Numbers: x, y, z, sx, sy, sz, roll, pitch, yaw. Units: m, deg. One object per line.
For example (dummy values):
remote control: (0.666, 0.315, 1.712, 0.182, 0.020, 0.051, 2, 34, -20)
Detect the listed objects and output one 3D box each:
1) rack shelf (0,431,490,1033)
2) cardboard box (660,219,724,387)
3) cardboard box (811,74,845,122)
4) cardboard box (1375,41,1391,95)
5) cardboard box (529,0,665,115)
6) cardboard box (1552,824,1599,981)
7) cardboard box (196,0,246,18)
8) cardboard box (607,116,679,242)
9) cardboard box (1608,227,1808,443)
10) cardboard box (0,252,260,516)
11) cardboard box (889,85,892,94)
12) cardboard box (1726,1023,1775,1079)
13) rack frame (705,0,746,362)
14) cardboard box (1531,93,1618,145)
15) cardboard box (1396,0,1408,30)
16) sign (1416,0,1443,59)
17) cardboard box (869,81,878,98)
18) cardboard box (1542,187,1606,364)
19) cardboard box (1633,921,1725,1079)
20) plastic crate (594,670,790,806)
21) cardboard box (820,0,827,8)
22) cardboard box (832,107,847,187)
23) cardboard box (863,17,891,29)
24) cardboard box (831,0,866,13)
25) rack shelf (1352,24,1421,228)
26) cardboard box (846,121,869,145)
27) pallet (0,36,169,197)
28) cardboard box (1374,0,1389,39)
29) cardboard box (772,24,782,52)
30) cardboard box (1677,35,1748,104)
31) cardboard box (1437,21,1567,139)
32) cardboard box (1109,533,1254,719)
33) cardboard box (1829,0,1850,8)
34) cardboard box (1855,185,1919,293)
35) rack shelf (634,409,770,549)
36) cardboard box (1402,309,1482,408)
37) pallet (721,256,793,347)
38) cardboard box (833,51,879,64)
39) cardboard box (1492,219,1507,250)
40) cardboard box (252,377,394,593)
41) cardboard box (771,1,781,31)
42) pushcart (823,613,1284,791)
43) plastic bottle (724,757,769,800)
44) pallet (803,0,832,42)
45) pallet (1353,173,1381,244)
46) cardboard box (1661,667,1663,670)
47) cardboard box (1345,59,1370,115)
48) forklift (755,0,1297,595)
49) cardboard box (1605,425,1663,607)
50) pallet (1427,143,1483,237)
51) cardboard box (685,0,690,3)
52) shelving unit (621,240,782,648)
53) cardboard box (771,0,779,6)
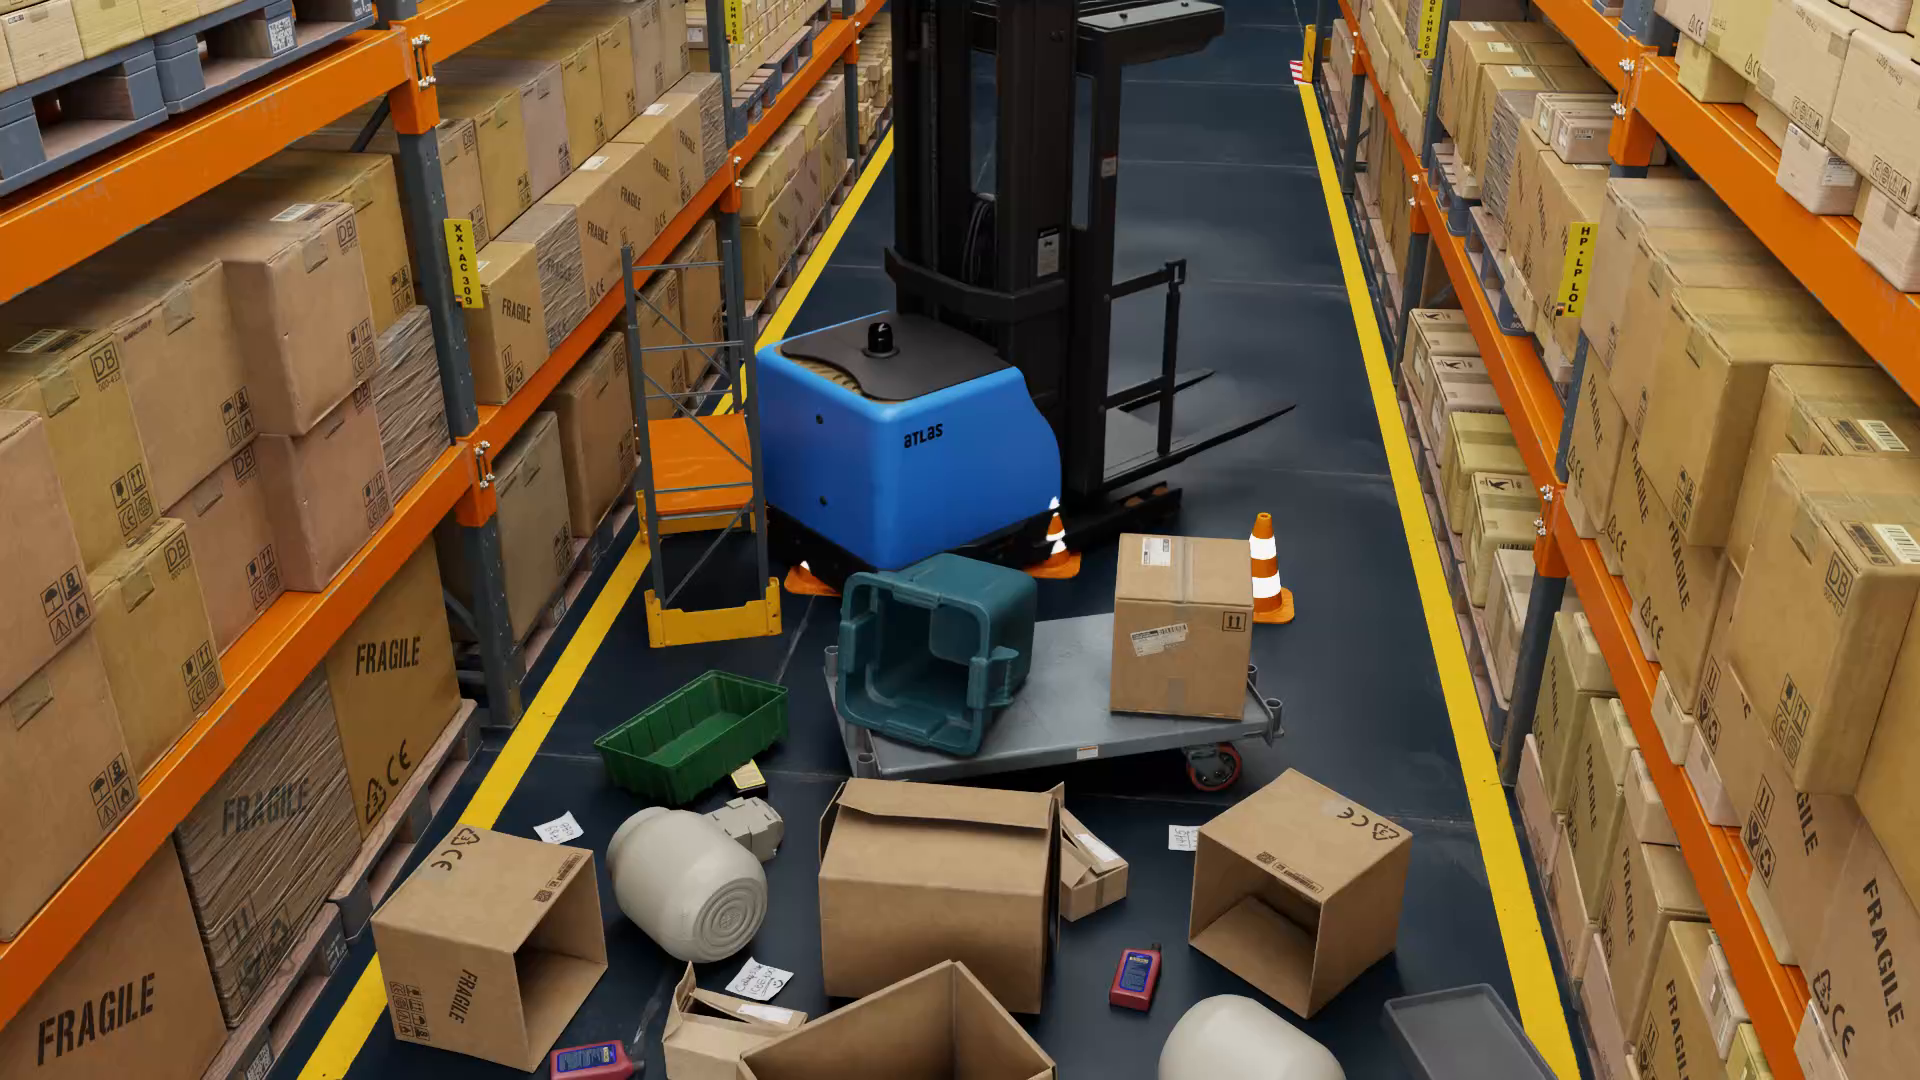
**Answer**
rack shelf: (-2.561, 0.662, 4.618, 1.077, 0.370, 4.000, 3, 28, 6)
cardboard box: (-1.989, -1.392, 9.601, 1.050, 0.750, 0.750, 3, 28, 6)
cardboard box: (-1.176, -3.412, 12.822, 0.500, 0.250, 0.500, 3, 28, 5)
cardboard box: (3.063, -3.146, 11.084, 0.500, 0.250, 0.500, 3, 28, 5)
cardboard box: (-1.951, -2.515, 8.596, 0.700, 0.500, 0.500, 3, 28, 5)
cardboard box: (2.215, 1.183, 5.348, 0.500, 0.250, 0.500, 5, 29, 9)
cardboard box: (-2.135, -1.485, 4.397, 0.380, 0.149, 0.250, 3, 29, 6)
cardboard box: (-1.738, -1.826, 8.371, 0.500, 0.500, 0.500, 3, 28, 5)
cardboard box: (2.256, -0.538, 4.613, 0.700, 0.500, 0.500, 4, 29, 6)
cardboard box: (-2.550, -0.454, 4.634, 0.875, 0.550, 0.550, 3, 28, 6)
cardboard box: (-0.791, -4.301, 15.633, 0.380, 0.149, 0.250, 4, 29, 7)
cardboard box: (1.971, 1.249, 3.750, 0.380, 0.149, 0.250, 4, 29, 7)
rack frame: (-1.826, -2.479, 9.690, 1.000, 3.000, 0.127, 3, 28, 6)
cardboard box: (2.524, -1.688, 6.675, 0.380, 0.149, 0.250, 2, 28, 4)
cardboard box: (3.025, -3.457, 10.345, 0.500, 0.500, 0.500, 3, 28, 6)
sign: (2.548, -2.780, 9.026, 0.100, 0.325, 0.005, 3, 28, 6)
cardboard box: (-0.944, -4.071, 14.894, 0.380, 0.149, 0.250, 5, 29, 9)
cardboard box: (2.438, -0.947, 5.984, 0.500, 0.500, 0.500, 3, 28, 5)
cardboard box: (2.088, 1.347, 4.253, 0.500, 0.500, 0.500, 3, 28, 5)
plastic crate: (-1.037, 0.774, 6.555, 0.450, 0.188, 0.662, 9, 28, 37)
cardboard box: (-1.219, -4.116, 12.549, 0.380, 0.149, 0.250, 4, 29, 6)
cardboard box: (-1.176, -3.084, 13.004, 0.500, 0.500, 0.500, 3, 28, 5)
cardboard box: (-0.746, -5.058, 16.412, 0.380, 0.149, 0.250, 4, 29, 7)
cardboard box: (-0.976, -4.366, 13.456, 0.380, 0.149, 0.250, 4, 29, 8)
rack shelf: (3.345, -2.864, 11.162, 1.077, 0.370, 4.000, 3, 28, 6)
cardboard box: (-0.972, -3.445, 14.045, 0.380, 0.149, 0.250, 2, 28, 4)
pallet: (-2.578, -0.921, 3.728, 1.003, 0.211, 1.213, 3, 28, 6)
cardboard box: (3.132, -3.602, 11.405, 0.500, 0.250, 0.500, 4, 29, 7)
cardboard box: (-1.410, -3.377, 11.177, 0.380, 0.149, 0.250, 4, 29, 7)
cardboard box: (2.238, -1.314, 4.629, 0.380, 0.149, 0.250, 3, 28, 6)
cardboard box: (2.815, -2.401, 8.682, 0.500, 0.500, 0.500, 3, 28, 5)
cardboard box: (0.839, 0.321, 6.328, 0.500, 0.500, 0.500, 3, 28, 6)
cardboard box: (2.164, -1.298, 3.759, 0.380, 0.149, 0.250, 2, 28, 5)
cardboard box: (2.029, -0.593, 3.291, 0.380, 0.149, 0.250, 3, 28, 6)
rack shelf: (-1.193, -0.297, 7.599, 0.538, 0.185, 1.000, -6, 29, -10)
cardboard box: (3.020, -1.002, 9.275, 0.950, 0.372, 0.625, 1, 28, 3)
pallet: (-1.728, -1.620, 11.034, 1.003, 0.211, 1.213, 3, 28, 6)
cardboard box: (-0.940, -4.324, 15.050, 0.380, 0.149, 0.250, 2, 28, 4)
cardboard box: (2.629, -1.413, 7.533, 0.380, 0.149, 0.250, 4, 29, 8)
cardboard box: (-2.394, -0.228, 5.352, 0.875, 0.550, 0.550, 3, 28, 6)
cardboard box: (-1.411, -3.507, 11.105, 0.380, 0.149, 0.250, 3, 28, 6)
pushcart: (0.341, 0.689, 6.573, 1.648, 0.377, 0.936, -6, 29, -11)
plastic bottle: (-0.852, 0.915, 6.487, 0.133, 0.061, 0.283, -11, 30, -20)
pallet: (-1.573, -3.927, 12.578, 1.003, 0.211, 1.213, 3, 28, 6)
pallet: (3.570, -2.527, 12.718, 1.003, 0.211, 1.213, 3, 28, 6)
cardboard box: (2.204, 0.374, 4.658, 0.380, 0.149, 0.250, 3, 28, 6)
cardboard box: (3.882, -3.890, 14.566, 0.875, 0.438, 0.875, 3, 28, 5)
forklift: (0.495, -1.508, 7.958, 3.031, 2.935, 1.130, -22, 35, -35)
cardboard box: (2.241, -0.103, 4.859, 0.500, 0.500, 0.500, 3, 28, 6)
pallet: (3.118, -1.813, 8.655, 1.213, 0.211, 1.003, 3, 28, 6)
cardboard box: (-2.030, -3.672, 11.413, 0.380, 0.149, 0.250, 3, 28, 5)
shelving unit: (-1.195, -0.460, 7.522, 0.587, 1.500, 1.083, -6, 29, -10)
cardboard box: (-1.417, -3.641, 11.040, 0.380, 0.149, 0.250, 4, 29, 8)
